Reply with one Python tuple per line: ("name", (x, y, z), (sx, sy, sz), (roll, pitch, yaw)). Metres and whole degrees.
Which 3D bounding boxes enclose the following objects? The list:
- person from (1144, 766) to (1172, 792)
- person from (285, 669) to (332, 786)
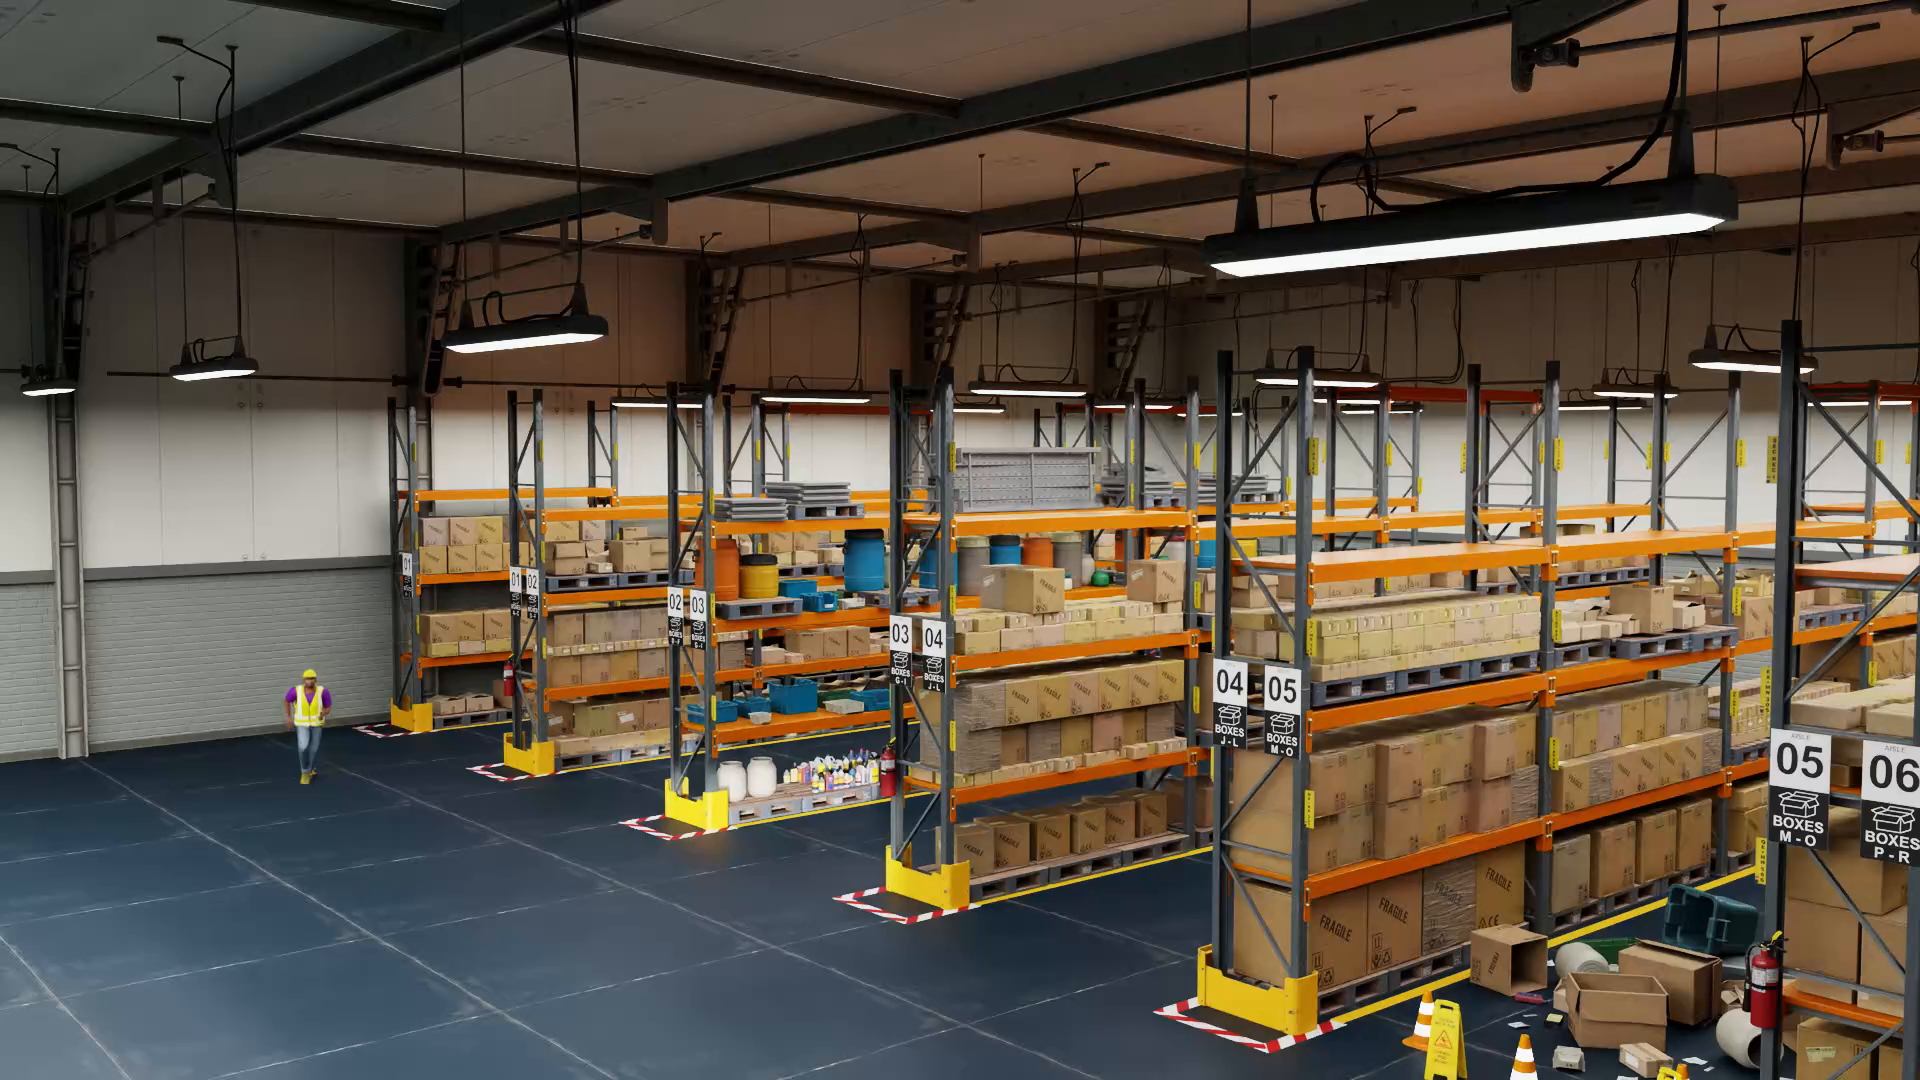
("person", (2.892, 3.005, 23.578), (0.636, 1.631, 0.710), (0, 3, -8))
("person", (-9.878, 2.832, 25.242), (0.645, 1.773, 0.834), (-2, 4, -27))
